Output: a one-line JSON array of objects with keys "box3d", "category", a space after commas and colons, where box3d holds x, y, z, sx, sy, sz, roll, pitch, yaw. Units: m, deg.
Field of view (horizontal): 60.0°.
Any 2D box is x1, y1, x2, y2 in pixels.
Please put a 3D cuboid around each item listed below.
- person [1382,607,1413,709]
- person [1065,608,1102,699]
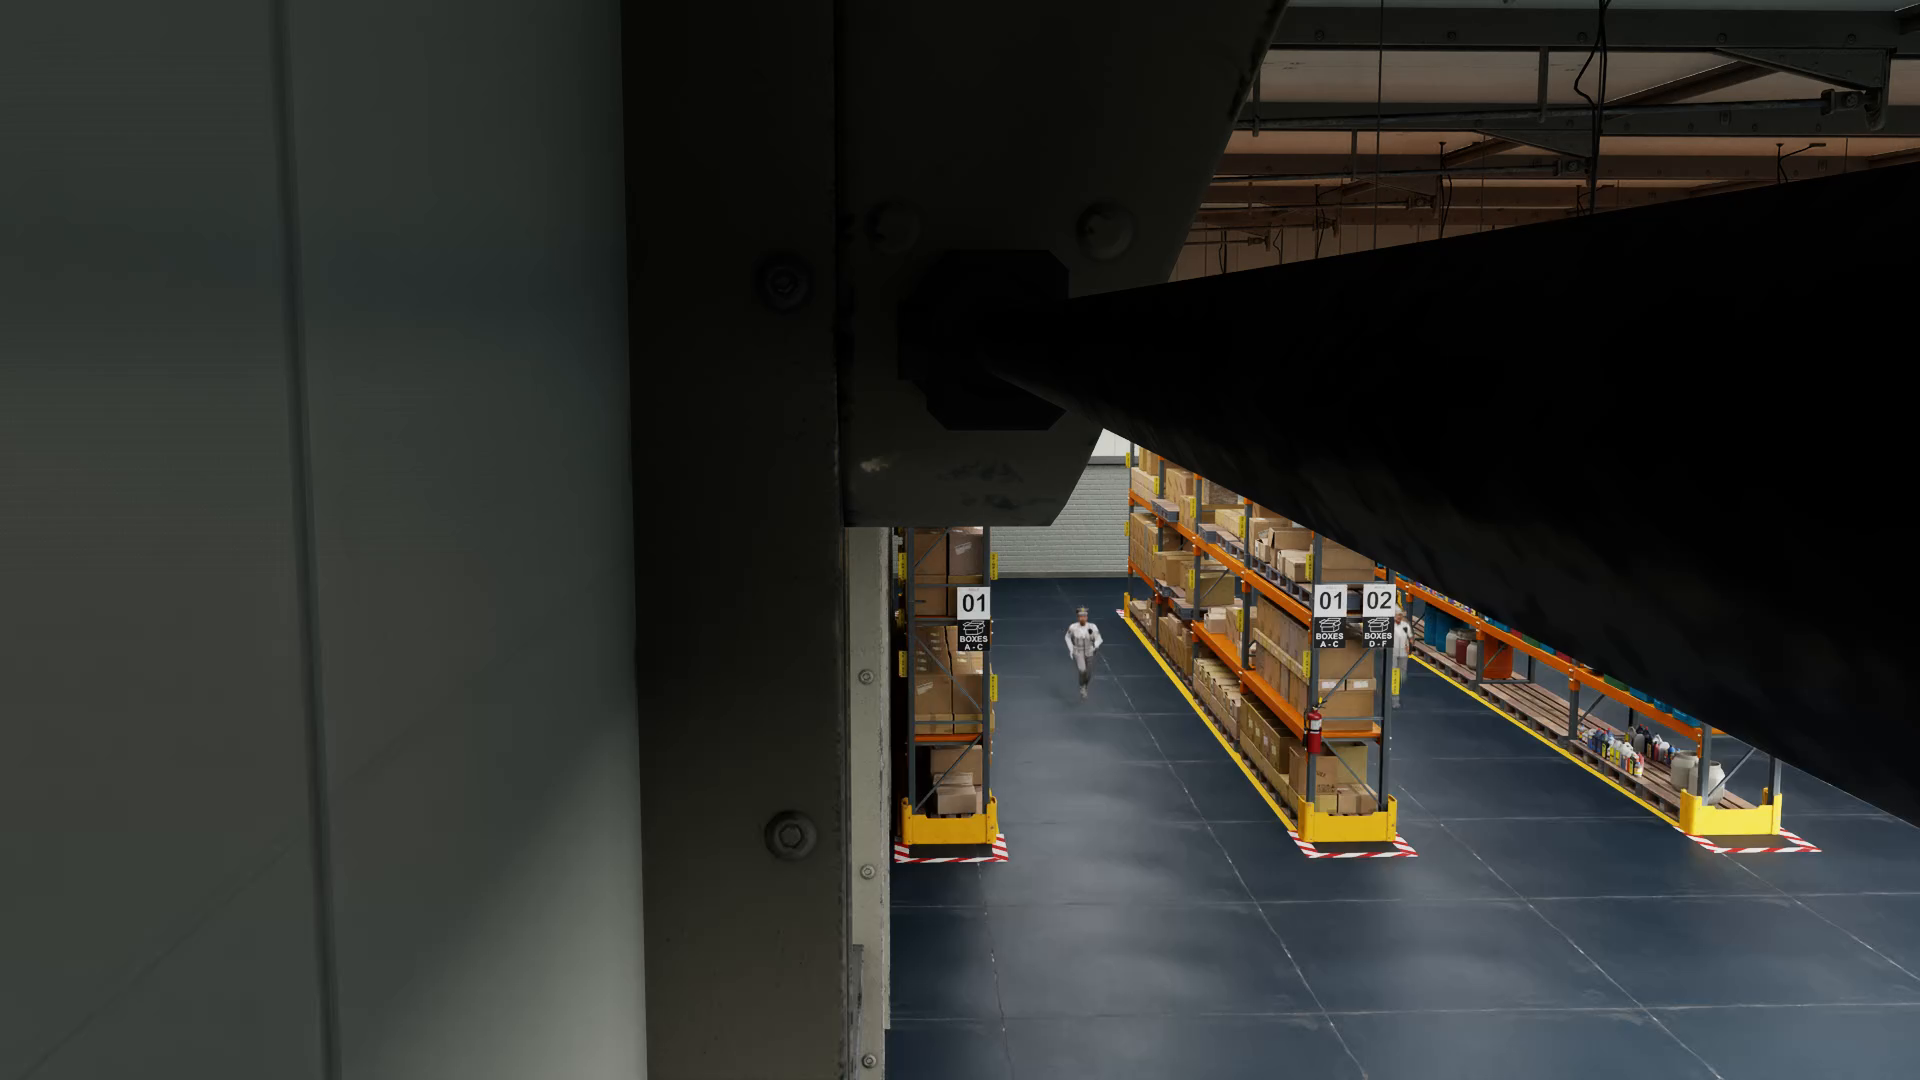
[{"box3d": [7.308, 1.946, 27.957, 0.613, 1.660, 0.726, 0, 7, -4], "category": "person"}, {"box3d": [2.060, 1.903, 27.635, 0.610, 1.623, 0.869, 0, 7, -2], "category": "person"}]
